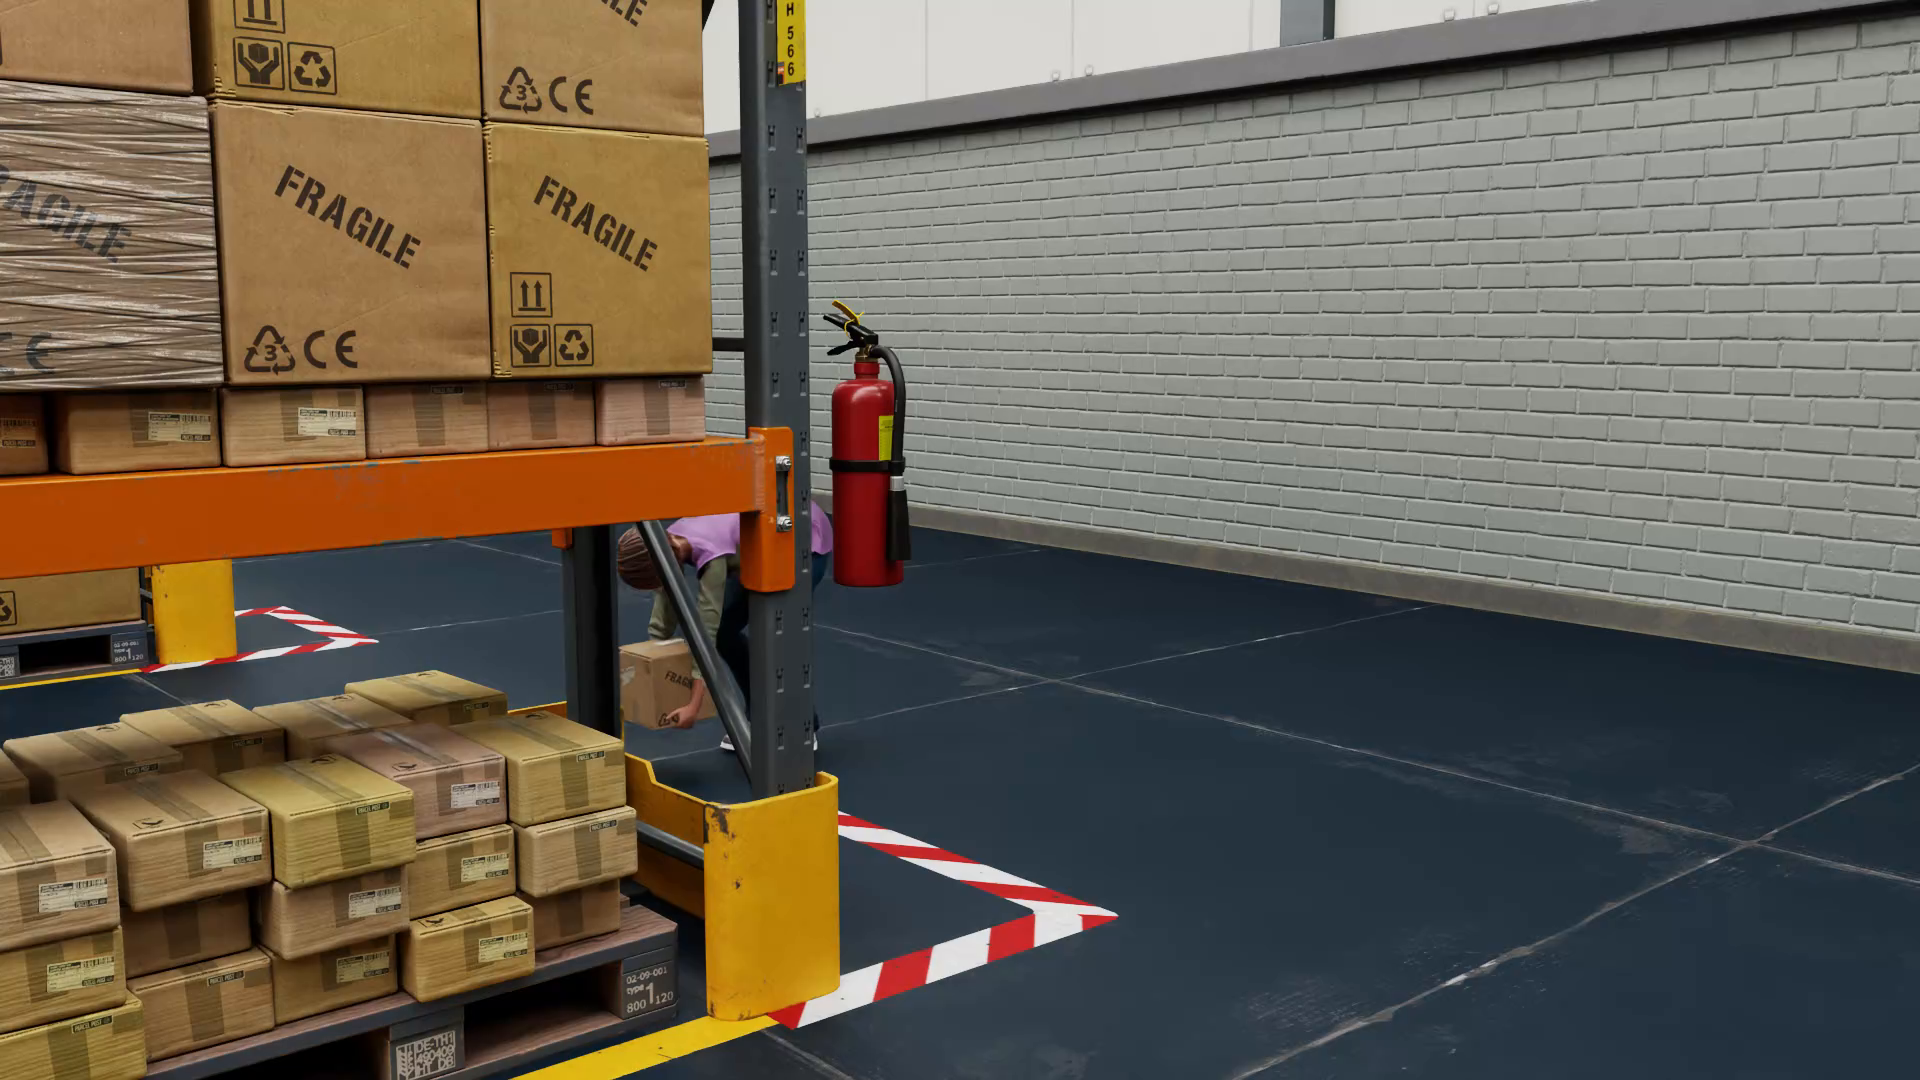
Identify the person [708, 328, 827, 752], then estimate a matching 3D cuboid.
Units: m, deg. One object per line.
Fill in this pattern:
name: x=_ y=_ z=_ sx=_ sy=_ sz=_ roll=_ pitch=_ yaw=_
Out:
person: x=-0.675 y=-0.020 z=5.949 sx=0.371 sy=1.602 sz=0.445 roll=-7 pitch=10 yaw=-42
